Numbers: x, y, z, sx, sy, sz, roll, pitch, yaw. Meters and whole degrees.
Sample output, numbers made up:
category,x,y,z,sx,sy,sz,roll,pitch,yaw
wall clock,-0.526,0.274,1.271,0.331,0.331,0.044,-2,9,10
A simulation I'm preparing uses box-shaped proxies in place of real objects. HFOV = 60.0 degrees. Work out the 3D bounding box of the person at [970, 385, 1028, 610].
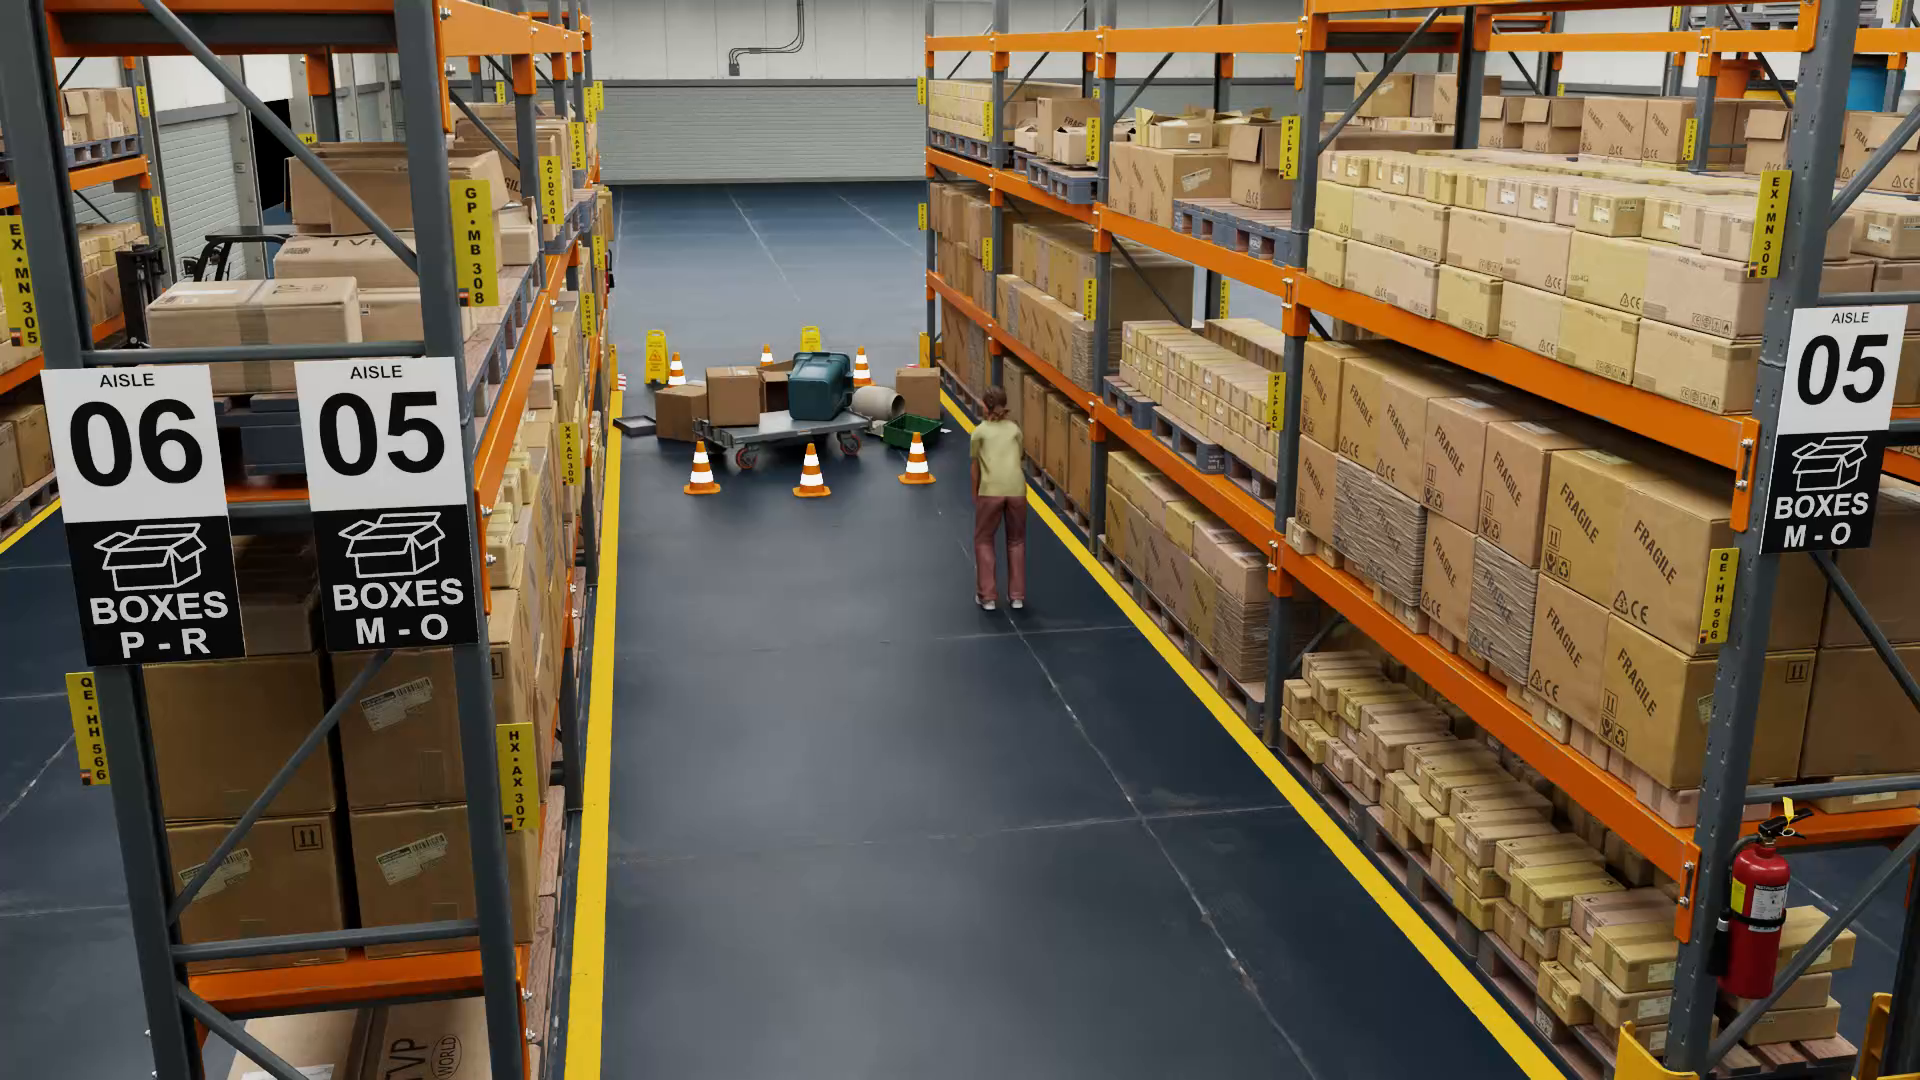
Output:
category,x,y,z,sx,sy,sz,roll,pitch,yaw
person,0.275,-0.305,12.221,0.404,1.597,0.538,-3,17,-11
